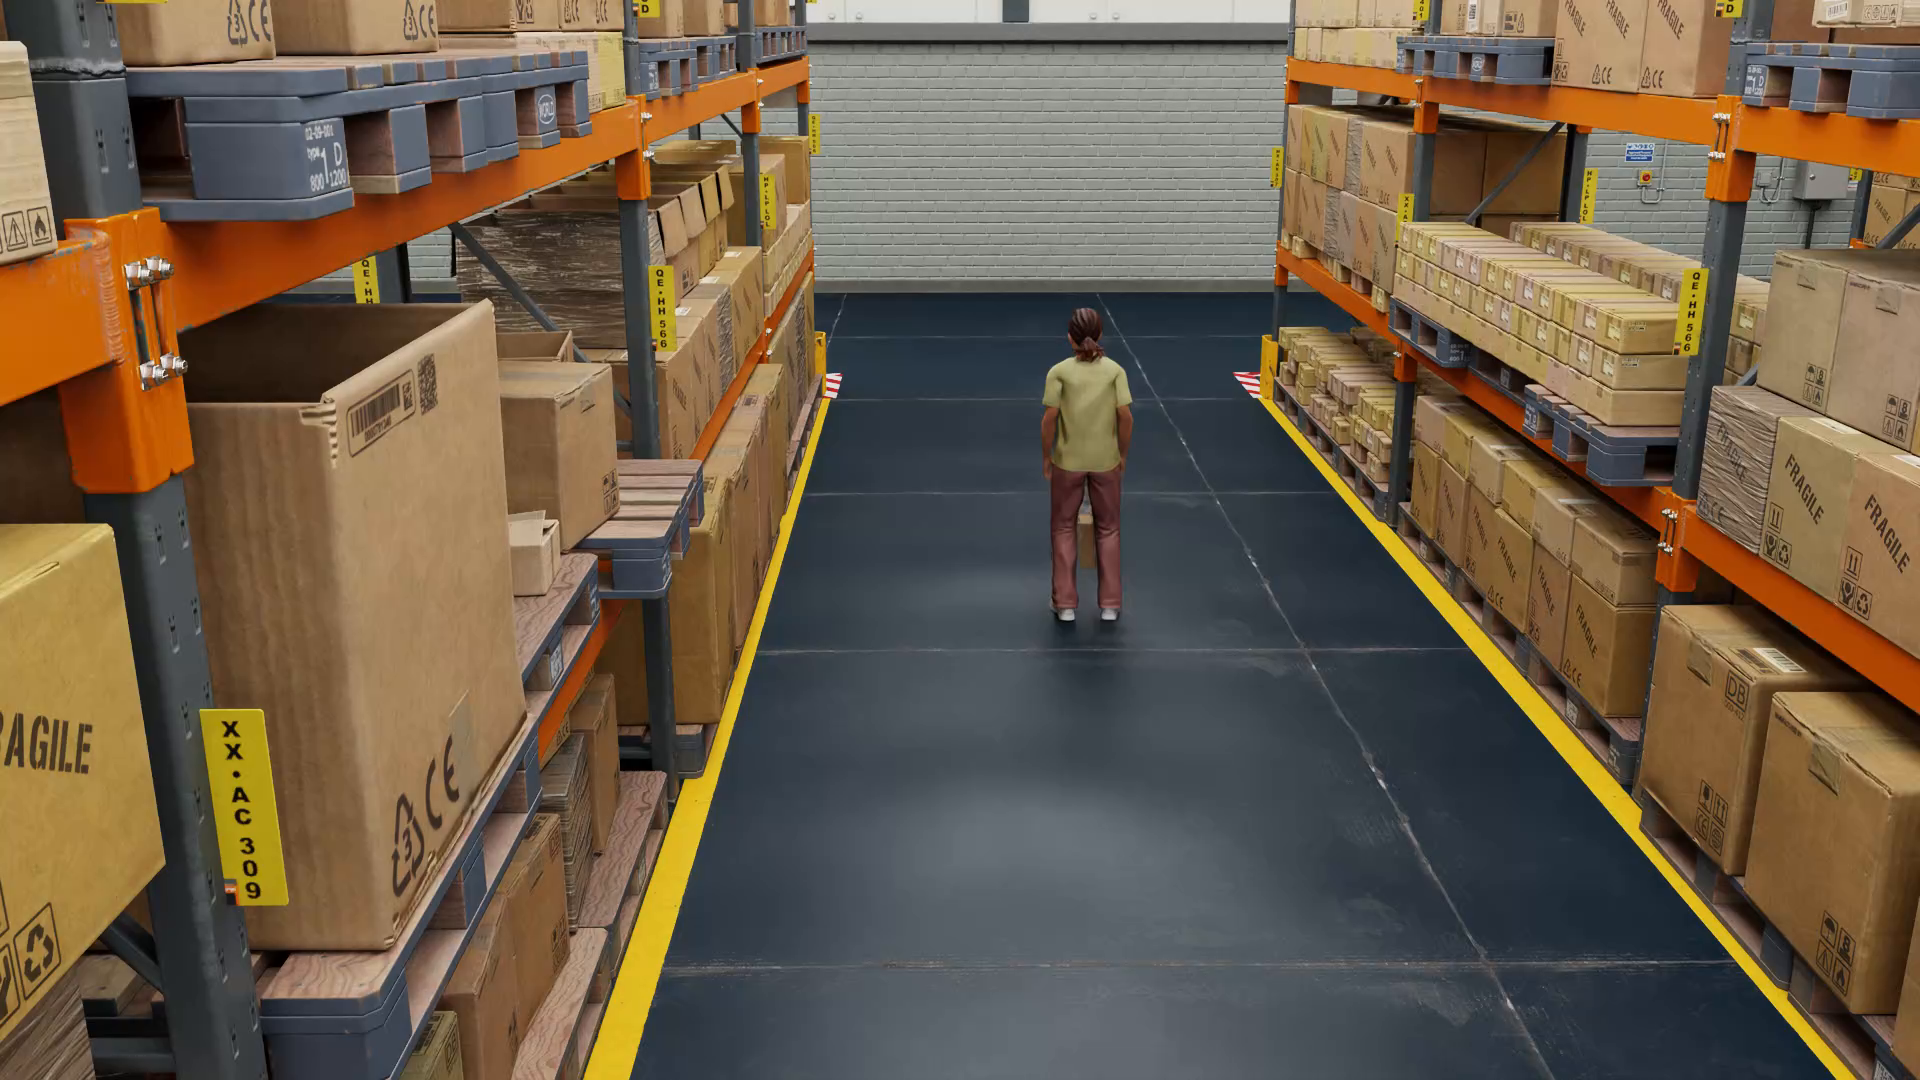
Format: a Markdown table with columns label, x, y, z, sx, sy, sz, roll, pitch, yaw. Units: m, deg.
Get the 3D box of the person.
| label | x | y | z | sx | sy | sz | roll | pitch | yaw |
| --- | --- | --- | --- | --- | --- | --- | --- | --- | --- |
| person | 0.662 | -0.393 | 8.814 | 0.486 | 1.674 | 0.365 | -1 | 17 | -2 |
